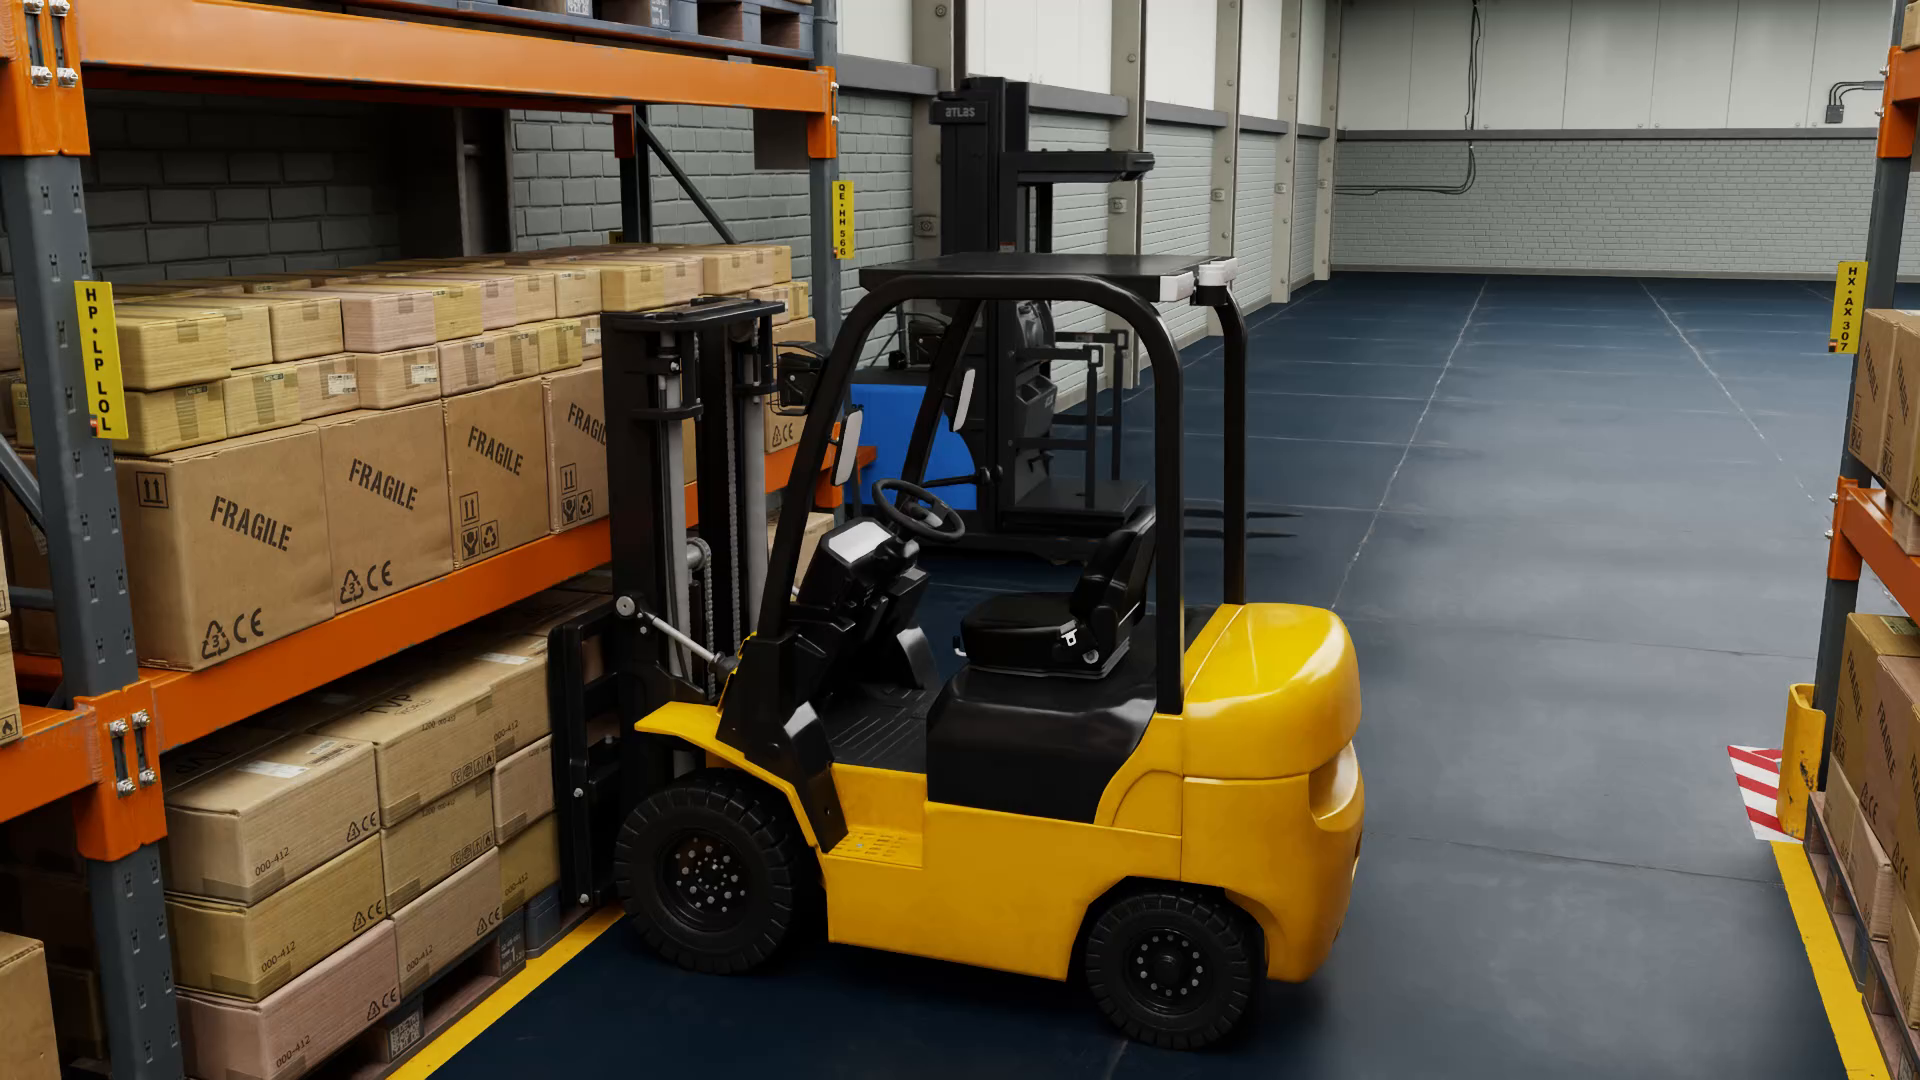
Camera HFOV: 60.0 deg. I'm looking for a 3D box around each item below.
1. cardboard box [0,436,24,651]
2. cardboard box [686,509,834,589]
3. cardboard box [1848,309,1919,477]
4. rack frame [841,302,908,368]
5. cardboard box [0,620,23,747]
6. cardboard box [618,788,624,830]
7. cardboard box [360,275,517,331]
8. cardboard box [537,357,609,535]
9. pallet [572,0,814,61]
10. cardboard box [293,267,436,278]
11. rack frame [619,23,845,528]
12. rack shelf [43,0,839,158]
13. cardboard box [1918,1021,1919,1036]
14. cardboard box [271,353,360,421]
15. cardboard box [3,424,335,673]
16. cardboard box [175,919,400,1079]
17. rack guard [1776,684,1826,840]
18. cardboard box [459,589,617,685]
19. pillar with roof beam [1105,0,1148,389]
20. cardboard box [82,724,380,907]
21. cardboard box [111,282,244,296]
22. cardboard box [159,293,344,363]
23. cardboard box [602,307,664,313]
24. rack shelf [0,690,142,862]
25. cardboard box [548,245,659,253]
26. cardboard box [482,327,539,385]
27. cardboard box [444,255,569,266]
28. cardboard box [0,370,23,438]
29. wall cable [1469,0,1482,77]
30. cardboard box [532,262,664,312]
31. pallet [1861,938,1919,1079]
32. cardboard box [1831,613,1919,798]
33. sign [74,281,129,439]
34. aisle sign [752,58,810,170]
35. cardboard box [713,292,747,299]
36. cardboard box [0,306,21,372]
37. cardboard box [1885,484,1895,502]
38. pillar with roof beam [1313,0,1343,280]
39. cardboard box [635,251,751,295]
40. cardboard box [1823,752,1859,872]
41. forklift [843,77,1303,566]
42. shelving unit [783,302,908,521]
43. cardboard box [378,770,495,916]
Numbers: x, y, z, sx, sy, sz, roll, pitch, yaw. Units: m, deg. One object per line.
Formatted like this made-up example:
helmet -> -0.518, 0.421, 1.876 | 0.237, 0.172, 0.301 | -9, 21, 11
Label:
cardboard box -> -2.413, -0.046, 4.226 | 0.500, 0.500, 0.500 | 4, 14, 18
cardboard box -> -0.863, 0.042, 7.052 | 0.500, 0.250, 0.500 | 5, 14, 20
cardboard box -> 3.274, -0.483, 5.471 | 0.500, 0.500, 0.500 | 4, 13, 18
rack frame -> -0.563, -0.873, 11.142 | 0.500, 1.500, 0.032 | 1, 16, 19
cardboard box -> -2.218, 0.314, 3.206 | 0.500, 0.250, 0.500 | 5, 14, 20
cardboard box -> -1.349, 0.851, 5.753 | 0.500, 0.250, 0.500 | 5, 14, 20
cardboard box -> -1.577, -0.716, 5.035 | 0.380, 0.149, 0.250 | 4, 14, 18
cardboard box -> -1.414, -0.329, 5.463 | 0.500, 0.500, 0.500 | 4, 14, 19
pallet -> -1.262, -1.998, 6.459 | 1.003, 0.211, 1.213 | 4, 14, 18
cardboard box -> -1.929, -0.801, 5.405 | 0.380, 0.149, 0.250 | 5, 14, 20
rack frame -> -1.009, -0.726, 7.427 | 1.000, 3.000, 0.127 | 4, 14, 18
rack shelf -> -1.656, -1.416, 5.328 | 1.077, 0.370, 4.000 | 4, 14, 18
cardboard box -> 2.664, 1.245, 4.026 | 0.500, 0.250, 0.500 | 5, 14, 19
cardboard box -> -1.811, -0.408, 4.353 | 0.380, 0.149, 0.250 | 4, 14, 18
cardboard box -> -1.912, -0.007, 4.053 | 0.500, 0.500, 0.500 | 4, 13, 17
cardboard box -> -1.833, 1.174, 4.338 | 0.500, 0.250, 0.500 | 5, 14, 19
rack guard -> 3.665, 0.865, 6.073 | 1.175, 0.500, 0.348 | 4, 14, 18
cardboard box -> -1.347, 0.363, 5.645 | 0.500, 0.250, 0.500 | 4, 13, 17
pillar with roof beam -> 5.869, -5.786, 16.113 | 9.100, 9.000, 0.400 | 4, 14, 18
cardboard box -> -1.849, 0.685, 4.232 | 0.500, 0.250, 0.500 | 4, 13, 18
cardboard box -> -2.270, -0.646, 4.728 | 0.380, 0.149, 0.250 | 4, 13, 17
cardboard box -> -1.846, -0.555, 4.329 | 0.380, 0.149, 0.250 | 4, 13, 17
cardboard box -> -1.248, -0.726, 5.744 | 0.380, 0.149, 0.250 | 4, 14, 19
rack shelf -> -2.950, 0.888, 1.972 | 1.077, 0.370, 4.000 | 4, 14, 18
cardboard box -> -1.465, -1.129, 6.843 | 0.380, 0.149, 0.250 | 5, 14, 20
cardboard box -> -1.509, -0.564, 5.037 | 0.380, 0.149, 0.250 | 4, 13, 17
cardboard box -> -1.664, -0.963, 6.115 | 0.380, 0.149, 0.250 | 5, 14, 20
cardboard box -> -2.442, -0.335, 4.032 | 0.380, 0.149, 0.250 | 4, 14, 18
wall cable -> 12.384, -11.164, 35.307 | 3.097, 2.526, 0.112 | 4, 14, 18
cardboard box -> -1.243, -0.869, 5.705 | 0.380, 0.149, 0.250 | 5, 14, 20
pallet -> 2.972, 1.431, 4.245 | 1.003, 0.211, 1.213 | 4, 14, 18
cardboard box -> 3.159, 0.556, 5.362 | 0.500, 0.500, 0.500 | 4, 13, 17
sign -> -1.786, -0.372, 3.455 | 0.100, 0.325, 0.005 | 4, 14, 18
aisle sign -> -0.710, -1.986, 7.106 | 0.394, 0.787, 0.004 | 4, 14, 18
cardboard box -> -1.052, -0.891, 6.470 | 0.380, 0.149, 0.250 | 5, 14, 19
cardboard box -> -2.485, -0.483, 4.011 | 0.380, 0.149, 0.250 | 4, 14, 19
cardboard box -> 3.383, -0.190, 5.645 | 0.380, 0.149, 0.250 | 4, 14, 19
pillar with roof beam -> 11.693, -9.575, 32.718 | 9.100, 9.000, 0.400 | 4, 14, 18
cardboard box -> -1.035, -1.034, 6.427 | 0.380, 0.149, 0.250 | 5, 14, 20
cardboard box -> 3.167, 0.916, 5.467 | 0.500, 0.250, 0.500 | 4, 14, 18
forklift -> 0.667, -1.396, 10.519 | 3.031, 2.935, 1.130 | 3, 13, 14
shelving unit -> -0.724, -0.735, 10.670 | 0.587, 1.500, 1.083 | 1, 16, 19
cardboard box -> -1.693, 0.823, 4.755 | 0.500, 0.250, 0.500 | 4, 14, 18
